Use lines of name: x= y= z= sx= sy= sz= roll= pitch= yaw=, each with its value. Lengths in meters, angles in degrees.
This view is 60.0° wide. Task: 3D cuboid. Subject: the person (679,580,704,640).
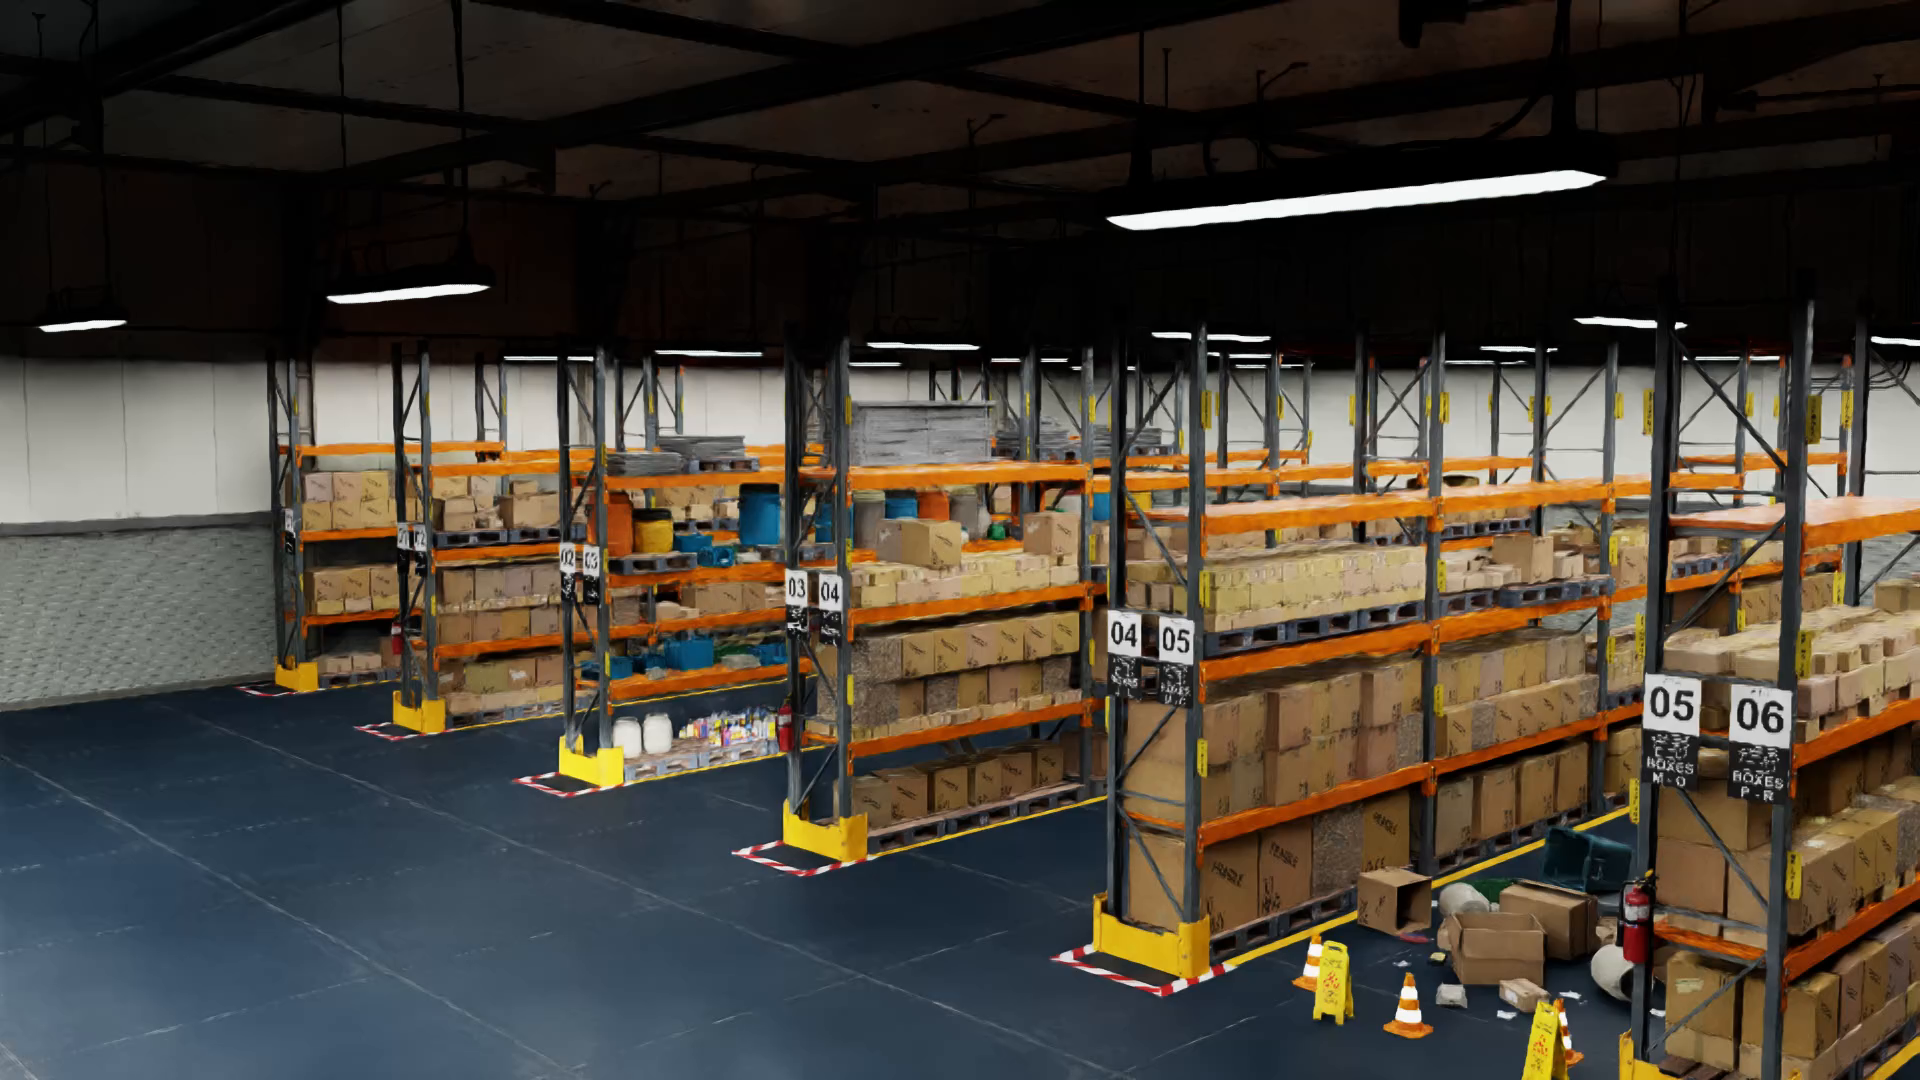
person: x=-5.423 y=1.438 z=33.532 sx=0.448 sy=1.623 sz=0.997 roll=4 pitch=6 yaw=37

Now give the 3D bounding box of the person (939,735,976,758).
person: x=-0.037 y=2.363 z=22.788 sx=0.682 sy=1.676 sz=0.529 roll=5 pitch=7 yaw=44
